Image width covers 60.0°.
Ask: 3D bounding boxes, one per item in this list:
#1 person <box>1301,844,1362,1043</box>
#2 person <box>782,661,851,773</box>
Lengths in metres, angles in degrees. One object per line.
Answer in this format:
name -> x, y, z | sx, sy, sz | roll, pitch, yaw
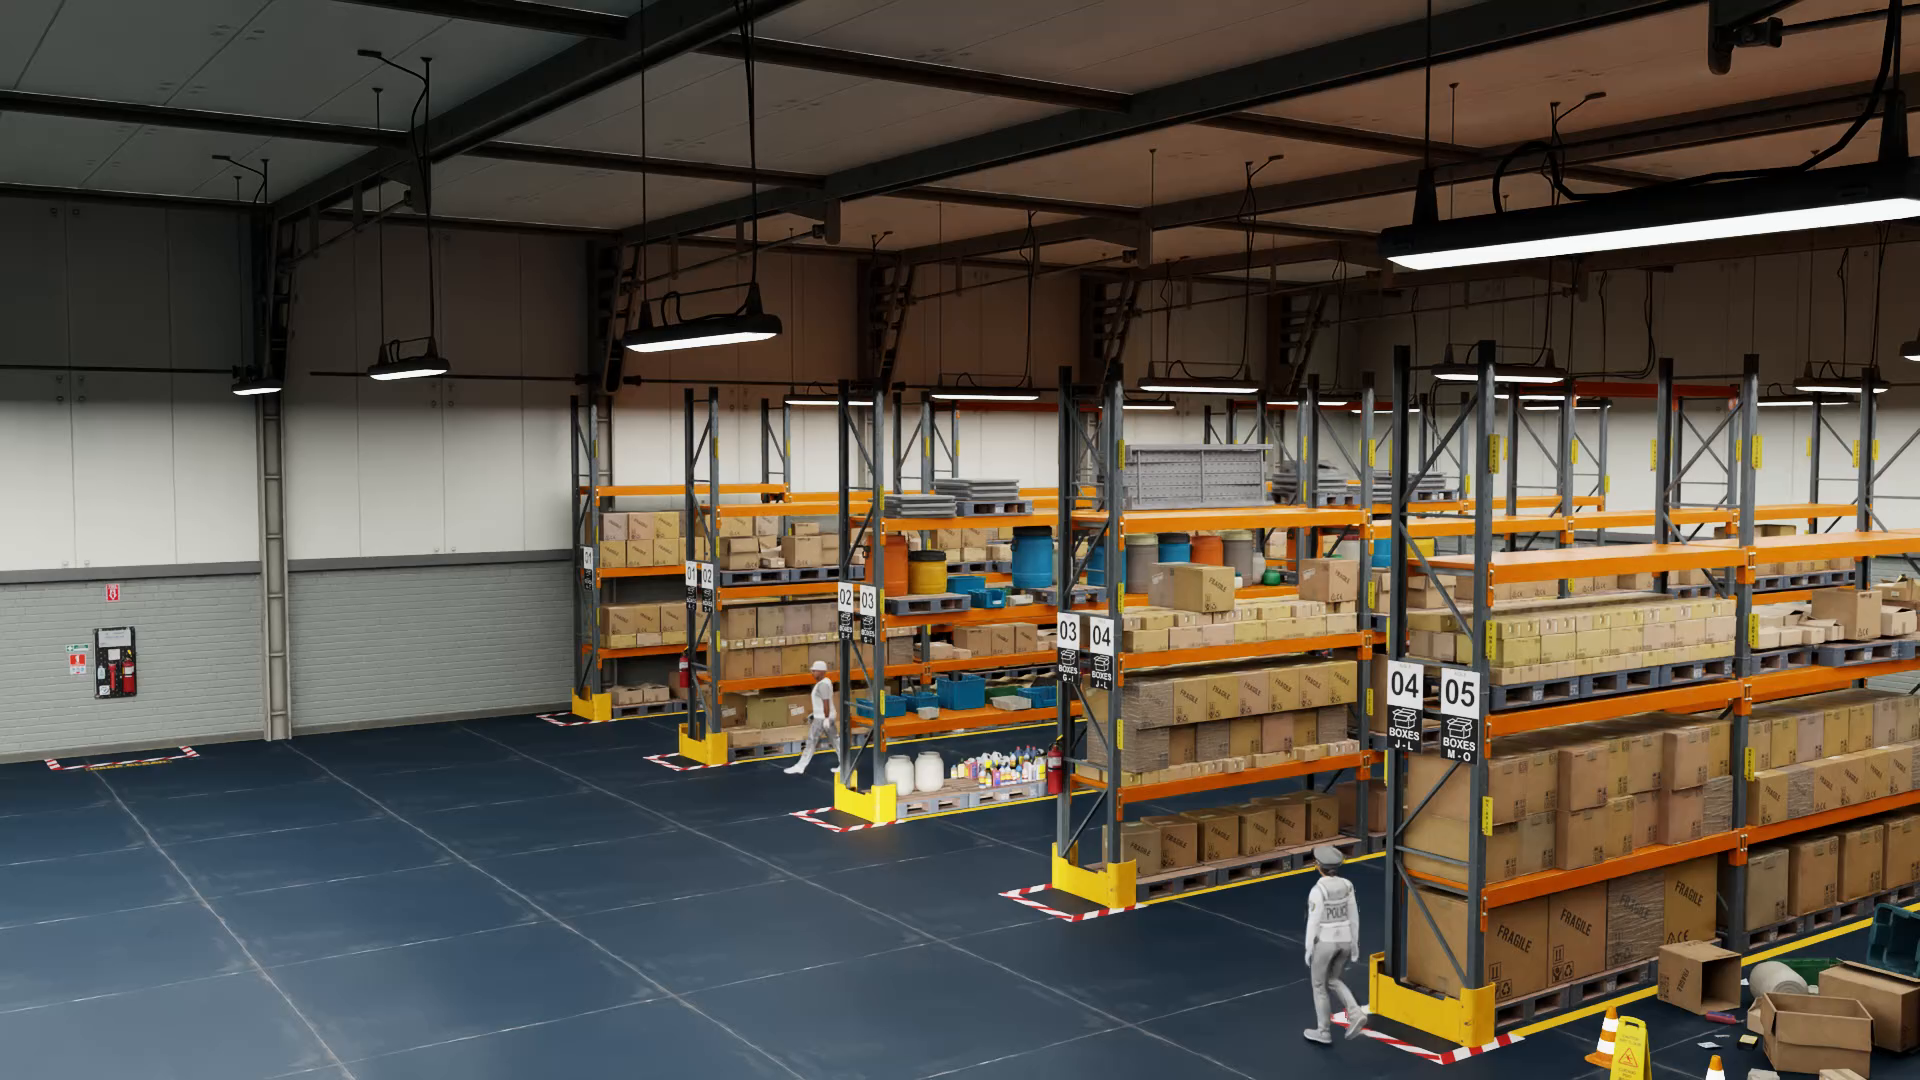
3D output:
person -> 3.176, 3.452, 14.210 | 0.483, 1.676, 0.450 | -2, 4, -32
person -> -2.192, 2.726, 25.613 | 1.013, 1.730, 0.580 | 0, 3, 8
